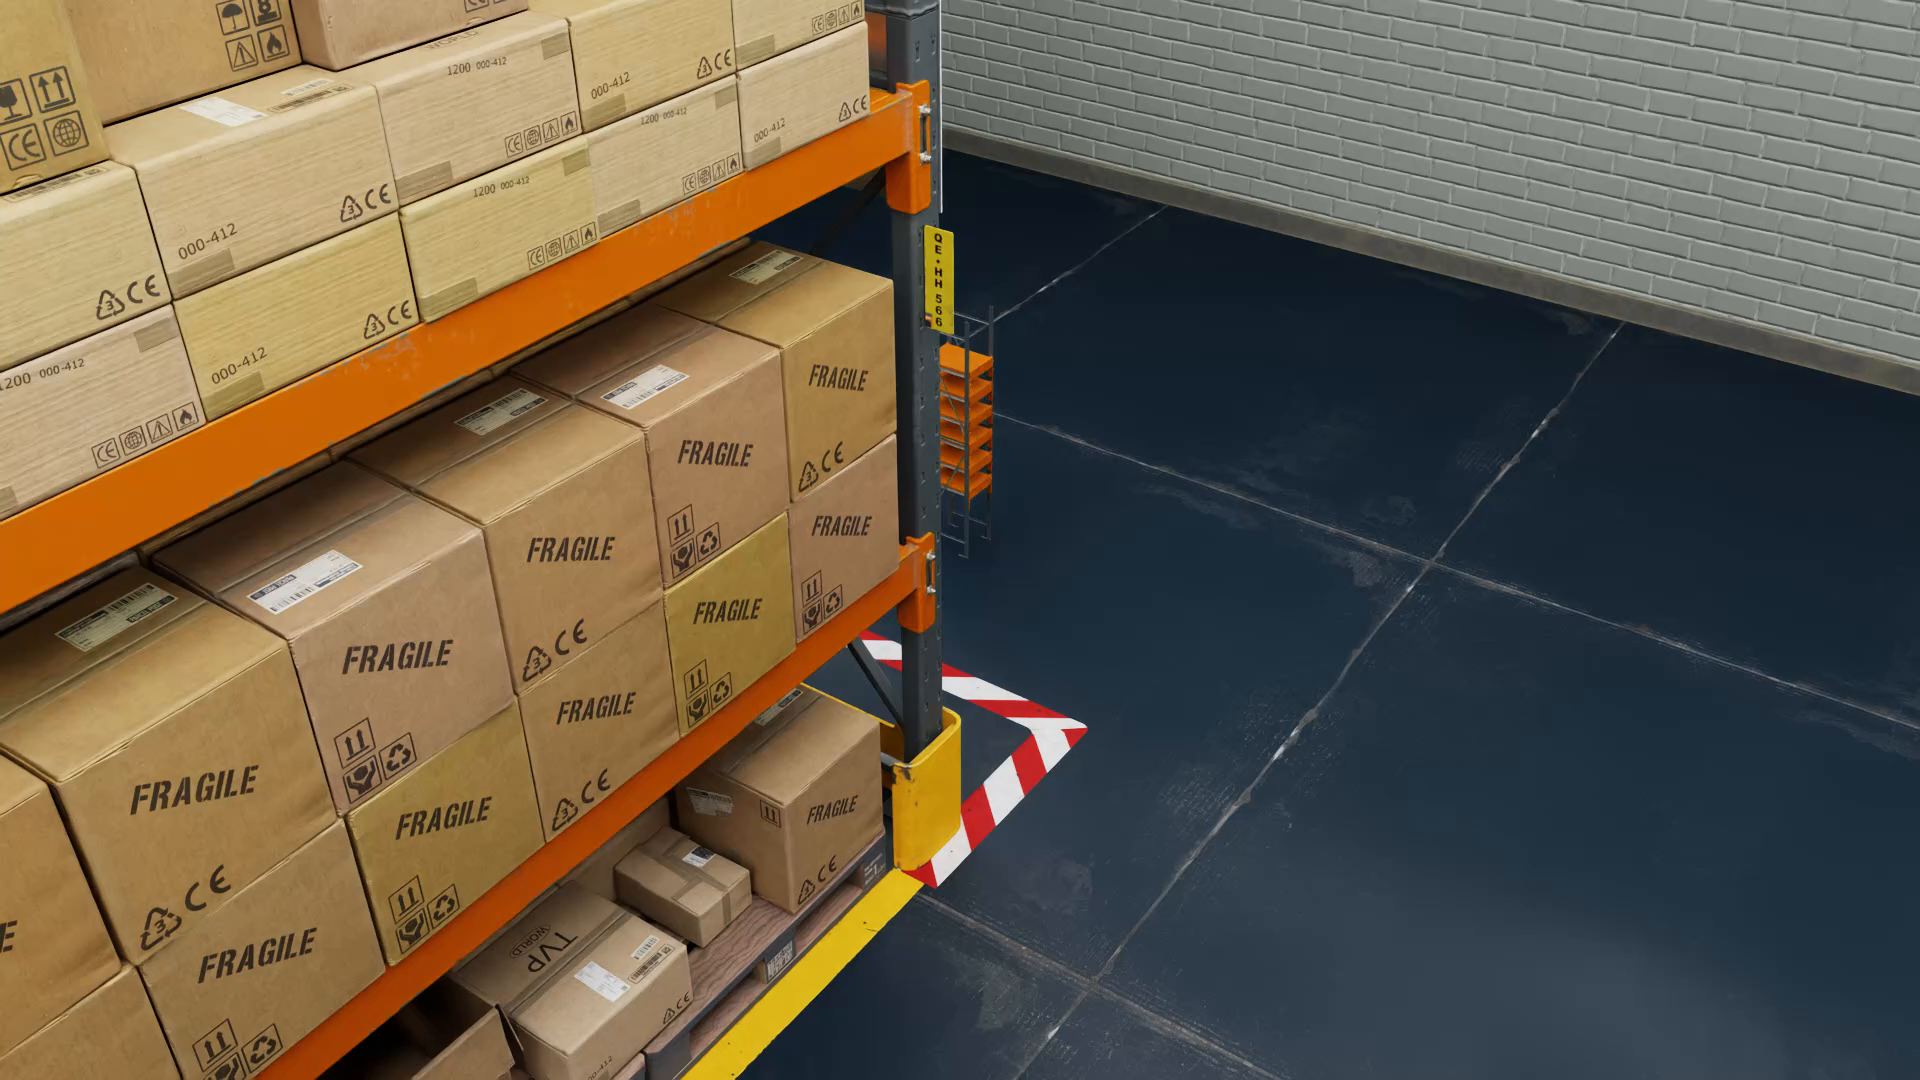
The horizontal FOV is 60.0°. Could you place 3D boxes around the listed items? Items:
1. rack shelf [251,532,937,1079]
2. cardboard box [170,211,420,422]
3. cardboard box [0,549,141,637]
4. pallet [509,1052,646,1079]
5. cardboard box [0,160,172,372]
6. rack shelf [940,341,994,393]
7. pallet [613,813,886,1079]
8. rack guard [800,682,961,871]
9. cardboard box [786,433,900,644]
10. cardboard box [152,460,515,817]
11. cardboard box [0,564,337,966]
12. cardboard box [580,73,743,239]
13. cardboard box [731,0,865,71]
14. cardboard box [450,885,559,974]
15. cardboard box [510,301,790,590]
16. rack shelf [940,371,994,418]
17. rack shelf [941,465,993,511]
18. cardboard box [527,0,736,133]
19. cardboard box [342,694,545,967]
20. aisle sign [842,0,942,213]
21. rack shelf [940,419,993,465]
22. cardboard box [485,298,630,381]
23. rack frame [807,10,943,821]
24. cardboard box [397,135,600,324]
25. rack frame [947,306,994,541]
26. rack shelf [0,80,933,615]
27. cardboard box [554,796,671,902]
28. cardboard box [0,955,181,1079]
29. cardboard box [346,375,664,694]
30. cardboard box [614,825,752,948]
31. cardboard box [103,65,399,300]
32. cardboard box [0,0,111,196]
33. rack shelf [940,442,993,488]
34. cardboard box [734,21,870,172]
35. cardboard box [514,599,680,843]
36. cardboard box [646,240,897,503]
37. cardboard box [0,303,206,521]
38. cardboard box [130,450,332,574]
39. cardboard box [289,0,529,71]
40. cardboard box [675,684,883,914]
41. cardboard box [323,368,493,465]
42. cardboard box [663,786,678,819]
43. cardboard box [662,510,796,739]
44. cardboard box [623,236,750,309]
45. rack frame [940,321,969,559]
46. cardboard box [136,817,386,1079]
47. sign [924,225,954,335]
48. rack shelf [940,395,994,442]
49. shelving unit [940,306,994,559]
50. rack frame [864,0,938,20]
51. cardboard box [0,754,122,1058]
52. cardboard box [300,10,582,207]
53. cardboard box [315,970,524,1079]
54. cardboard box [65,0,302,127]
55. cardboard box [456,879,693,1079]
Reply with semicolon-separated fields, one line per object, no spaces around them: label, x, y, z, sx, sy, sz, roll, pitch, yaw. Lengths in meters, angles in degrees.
rack shelf;-1.646;0.881;4.411;1.077;0.370;4.000;21;39;28
cardboard box;-1.449;-0.511;3.284;0.500;0.250;0.500;21;39;28
cardboard box;-2.133;0.264;3.700;0.500;0.500;0.500;22;40;29
pallet;-1.699;1.780;4.930;1.003;0.211;1.213;21;39;28
cardboard box;-1.727;-0.485;2.800;0.500;0.250;0.500;21;39;28
rack shelf;-0.008;-0.752;7.227;0.258;0.103;0.180;21;39;28
pallet;-1.003;1.220;5.757;1.003;0.211;1.213;21;39;28
rack guard;-0.549;0.733;6.219;1.175;0.500;0.348;21;39;28
cardboard box;-0.537;-0.085;5.109;0.500;0.500;0.500;23;40;30
cardboard box;-1.406;0.209;3.781;0.500;0.500;0.500;23;40;30
cardboard box;-1.699;0.447;3.429;0.500;0.500;0.500;20;39;27
cardboard box;-0.876;-0.970;3.963;0.500;0.250;0.500;21;39;28
cardboard box;-0.589;-1.407;4.162;0.500;0.250;0.500;21;39;28
cardboard box;-1.619;1.240;5.301;0.500;0.250;0.500;21;39;28
cardboard box;-0.821;-0.267;4.486;0.500;0.500;0.500;22;40;29
rack shelf;-0.008;-0.652;7.294;0.258;0.103;0.180;21;39;28
rack shelf;-0.008;-0.255;7.563;0.258;0.103;0.180;21;39;28
cardboard box;-0.874;-1.176;3.822;0.500;0.250;0.500;21;39;28
cardboard box;-1.407;0.614;4.075;0.500;0.500;0.500;21;39;28
aisle sign;-0.215;-1.347;4.744;0.394;0.787;0.004;21;39;28
rack shelf;-0.008;-0.454;7.429;0.258;0.103;0.180;21;39;28
cardboard box;-1.267;-0.430;4.726;0.500;0.500;0.500;22;40;29
rack frame;-0.506;-0.337;5.571;1.000;3.000;0.127;21;39;28
cardboard box;-1.150;-0.736;3.617;0.500;0.250;0.500;21;39;28
rack frame;0.044;-0.532;7.466;0.240;1.200;0.006;21;39;28
rack shelf;-1.646;-0.361;3.571;1.077;0.370;4.000;21;39;28
cardboard box;-1.334;1.010;5.641;0.500;0.250;0.500;21;39;28
cardboard box;-1.983;1.078;3.389;0.500;0.500;0.500;22;40;29
cardboard box;-1.113;-0.027;4.130;0.500;0.500;0.500;22;40;29
cardboard box;-0.918;1.141;5.522;0.380;0.166;0.250;21;39;28
cardboard box;-1.442;-0.715;3.140;0.500;0.250;0.500;21;39;28
cardboard box;-1.859;-0.847;2.666;0.700;0.500;0.500;21;39;28
rack shelf;-0.008;-0.354;7.496;0.258;0.103;0.180;21;39;28
cardboard box;-0.582;-1.197;4.298;0.500;0.250;0.500;21;39;28
cardboard box;-1.119;0.382;4.418;0.500;0.500;0.500;22;40;29
cardboard box;-0.534;-0.500;4.830;0.500;0.500;0.500;21;39;28
cardboard box;-1.731;-0.280;2.942;0.500;0.250;0.500;21;39;28
cardboard box;-1.845;0.033;4.041;0.500;0.500;0.500;21;39;28
cardboard box;-1.337;-1.326;3.374;0.700;0.500;0.500;21;39;28
cardboard box;-0.613;0.845;5.661;0.500;0.500;0.500;21;39;28
cardboard box;-1.556;-0.201;4.388;0.500;0.500;0.500;22;40;29
cardboard box;-1.169;0.852;5.948;0.380;0.166;0.250;21;39;28
cardboard box;-0.830;0.155;4.755;0.500;0.500;0.500;22;40;29
cardboard box;-0.975;-0.673;5.085;0.500;0.500;0.500;23;40;30
rack frame;-0.060;-0.448;7.342;0.240;1.200;0.006;21;39;28
cardboard box;-1.695;0.849;3.728;0.500;0.500;0.500;21;39;28
sign;-0.061;-0.761;4.882;0.100;0.325;0.005;21;39;28
rack shelf;-0.008;-0.553;7.362;0.258;0.103;0.180;21;39;28
shelving unit;-0.008;-0.490;7.404;0.258;1.200;0.189;21;39;28
rack frame;-0.506;-2.822;3.890;1.000;3.000;0.127;21;39;28
cardboard box;-1.993;0.684;3.079;0.500;0.500;0.500;20;39;27
cardboard box;-1.162;-0.948;3.483;0.500;0.250;0.500;21;39;28
cardboard box;-1.719;1.489;4.706;0.797;0.503;0.637;21;39;28
cardboard box;-1.699;-1.126;3.078;0.700;0.500;0.500;21;39;28
cardboard box;-1.180;1.376;5.099;0.500;0.250;0.500;21;39;28
